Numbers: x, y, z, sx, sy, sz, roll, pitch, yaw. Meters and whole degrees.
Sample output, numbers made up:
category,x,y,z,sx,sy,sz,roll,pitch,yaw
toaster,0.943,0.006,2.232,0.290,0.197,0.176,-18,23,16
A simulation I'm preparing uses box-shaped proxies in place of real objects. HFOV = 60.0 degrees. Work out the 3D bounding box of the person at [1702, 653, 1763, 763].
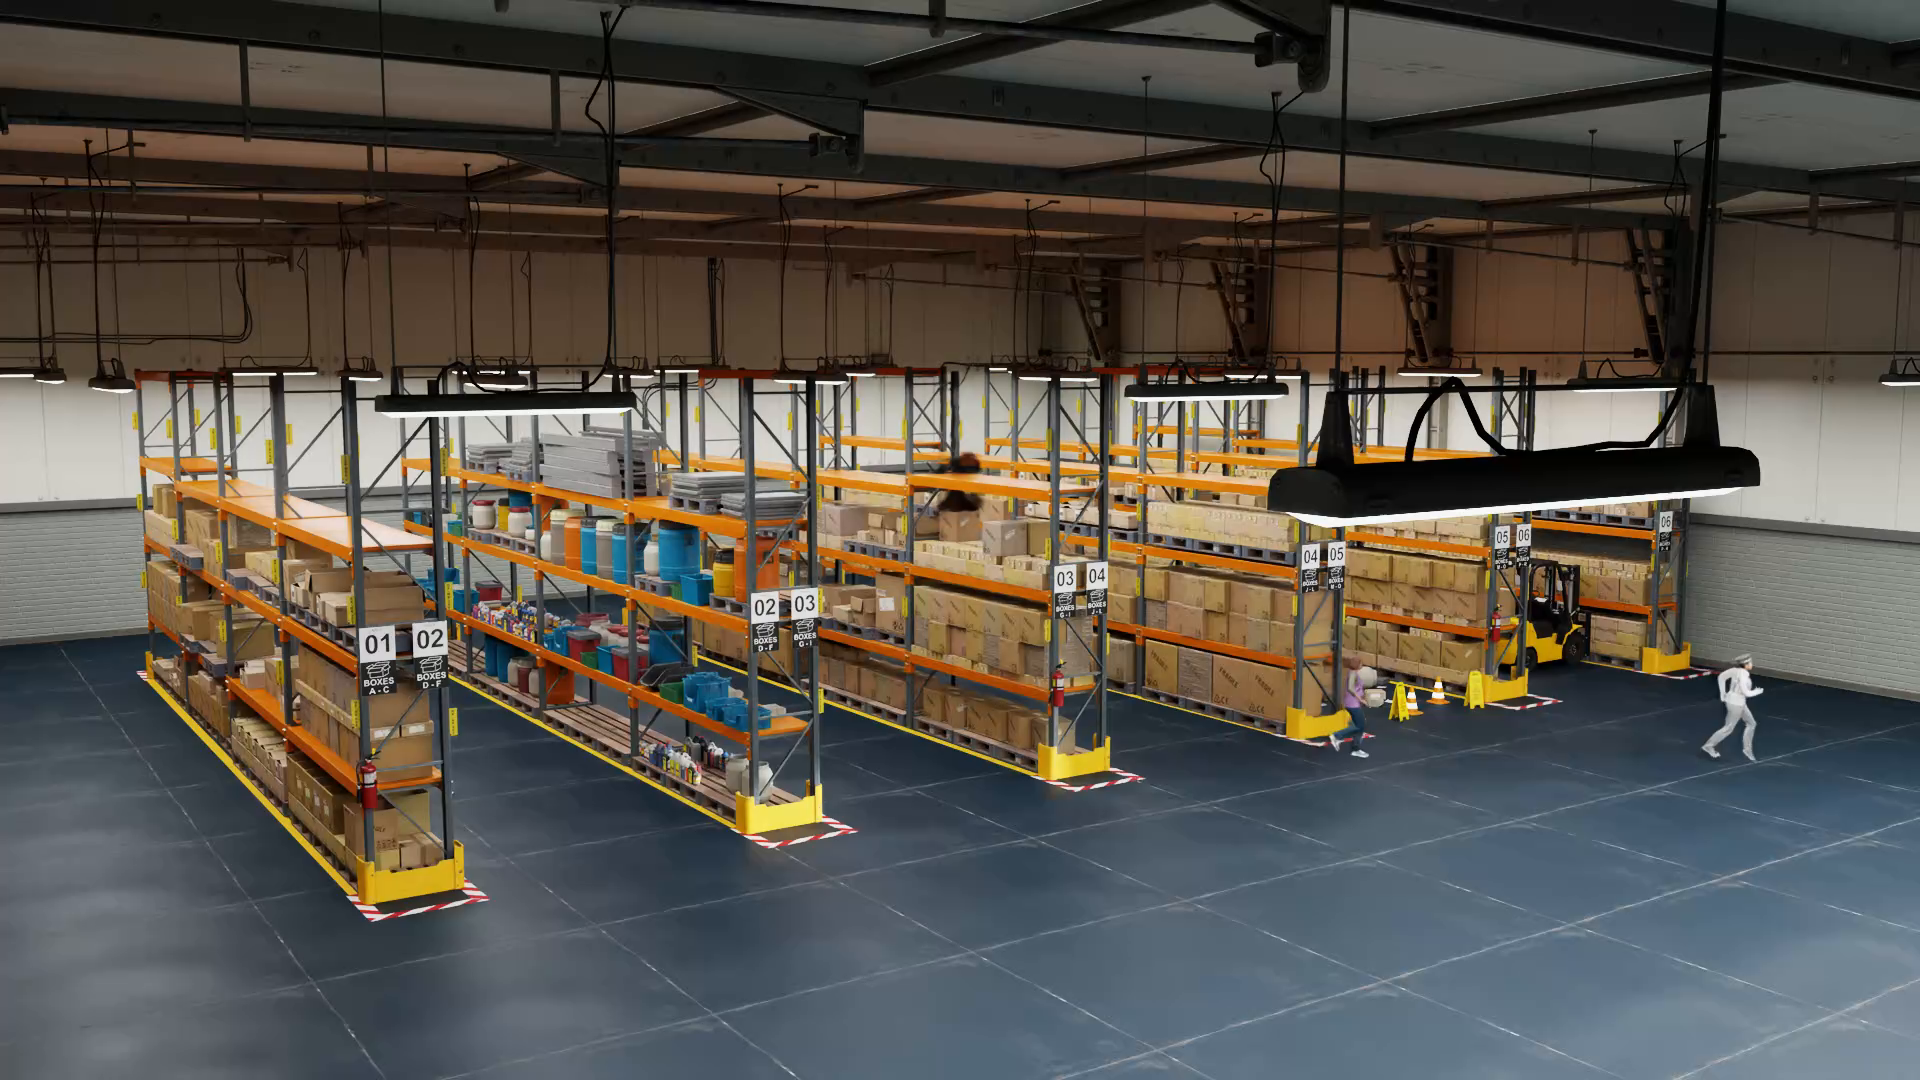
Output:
category,x,y,z,sx,sy,sz,roll,pitch,yaw
person,11.981,2.597,25.784,0.829,1.728,0.638,1,7,12

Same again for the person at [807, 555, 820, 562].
category,x,y,z,sx,sy,sz,roll,pitch,yaw
person,-3.614,0.831,41.760,0.609,1.633,0.616,-2,7,-16

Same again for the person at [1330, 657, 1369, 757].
category,x,y,z,sx,sy,sz,roll,pitch,yaw
person,6.131,2.610,26.180,0.613,1.555,0.578,1,6,7
